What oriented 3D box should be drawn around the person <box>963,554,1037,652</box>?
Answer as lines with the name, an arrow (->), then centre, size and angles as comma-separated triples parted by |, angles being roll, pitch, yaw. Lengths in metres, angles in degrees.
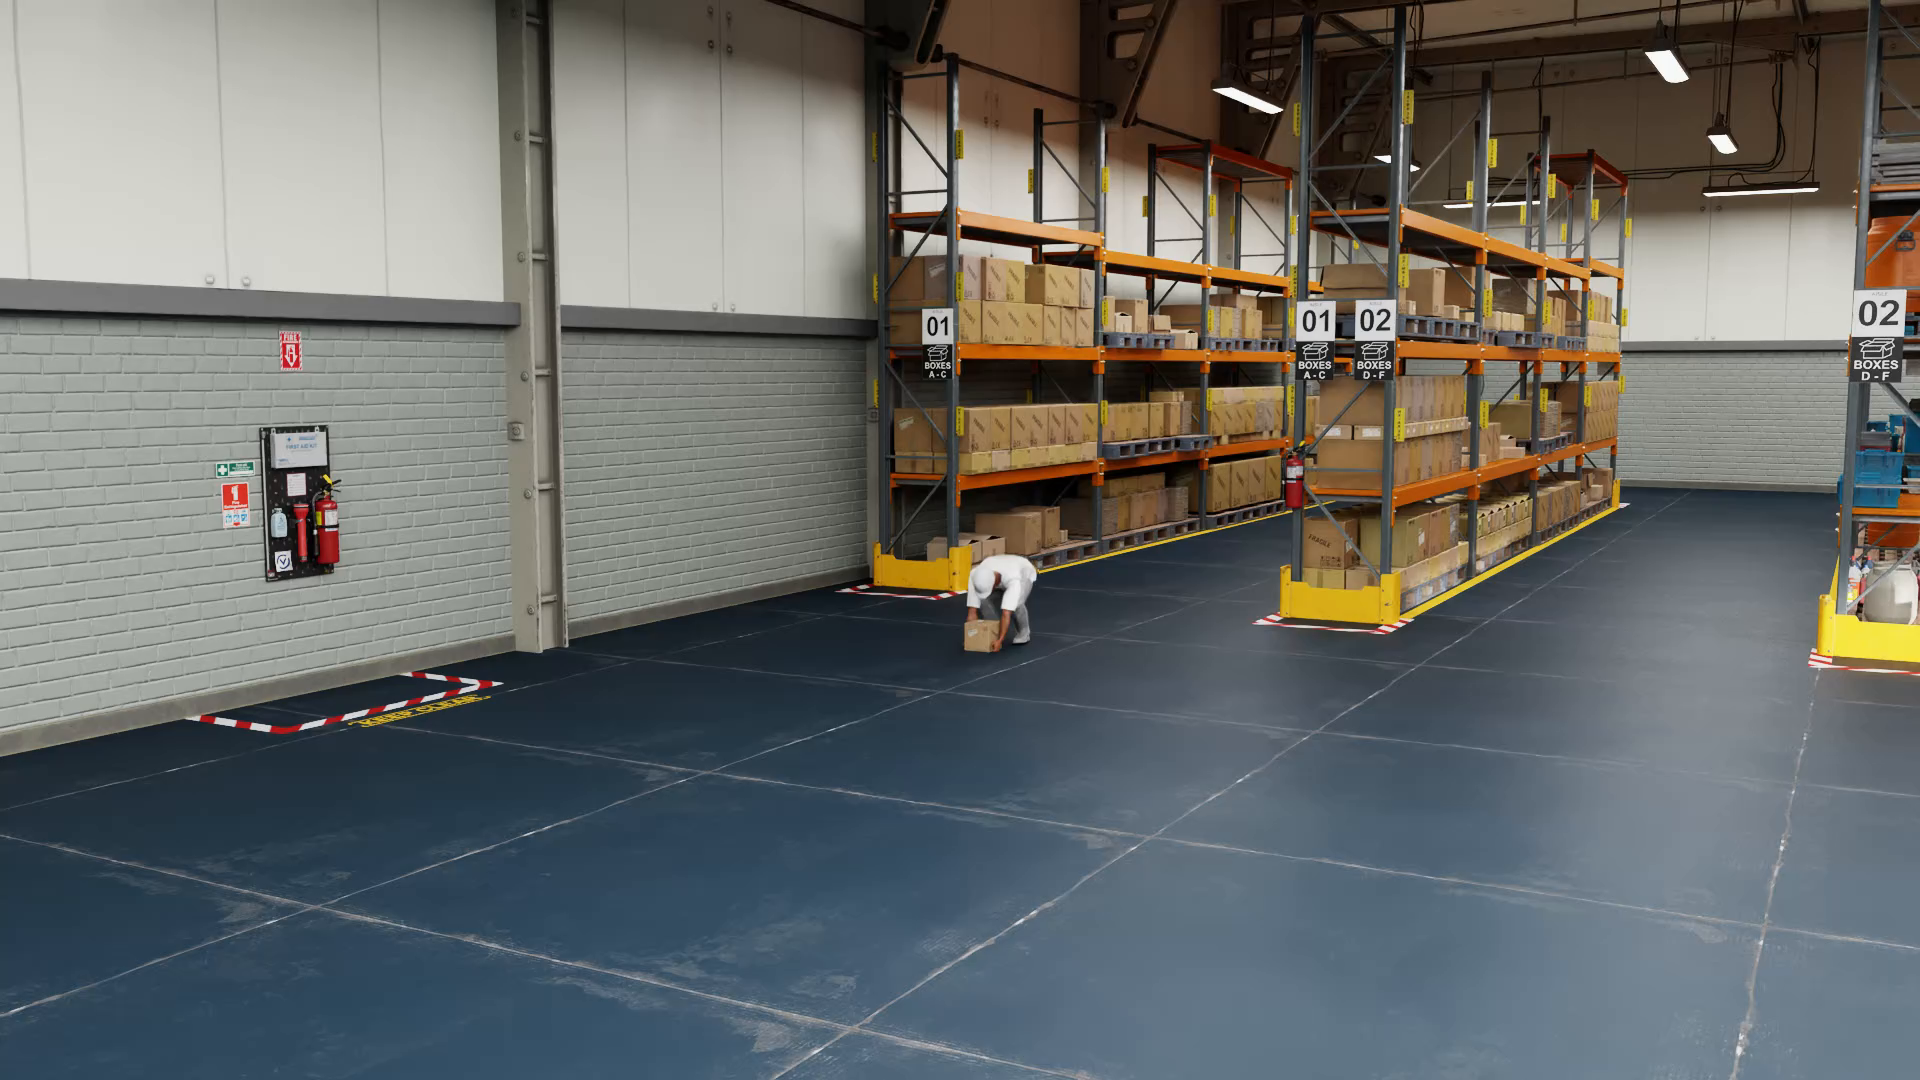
person -> 0.375, 0.564, 15.246 | 0.514, 0.843, 0.980 | 3, 7, 27
